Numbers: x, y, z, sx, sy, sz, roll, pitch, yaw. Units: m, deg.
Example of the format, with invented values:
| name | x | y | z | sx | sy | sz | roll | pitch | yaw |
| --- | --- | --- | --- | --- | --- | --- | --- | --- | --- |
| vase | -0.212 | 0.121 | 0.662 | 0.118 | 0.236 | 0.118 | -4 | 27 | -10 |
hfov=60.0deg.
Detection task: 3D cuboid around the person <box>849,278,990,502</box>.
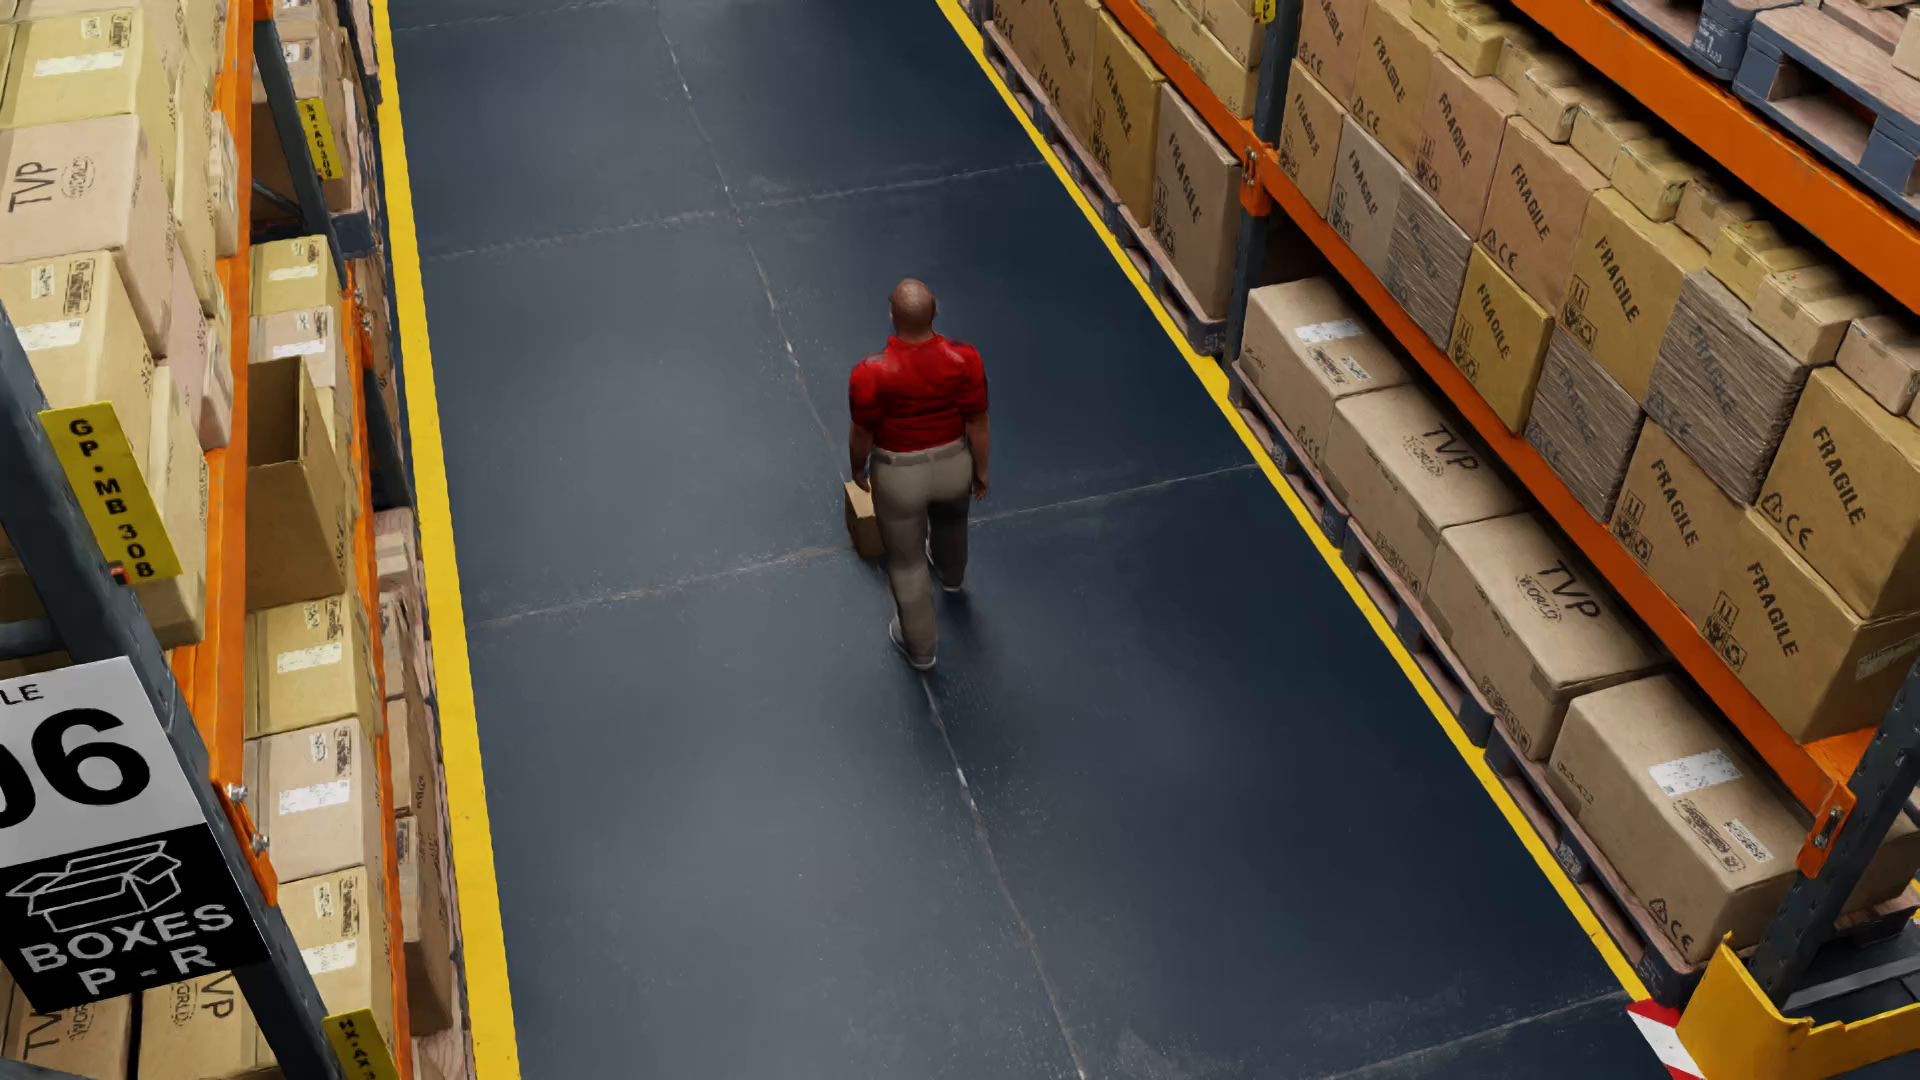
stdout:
| name | x | y | z | sx | sy | sz | roll | pitch | yaw |
| --- | --- | --- | --- | --- | --- | --- | --- | --- | --- |
| person | -0.171 | -0.545 | 6.263 | 0.528 | 1.031 | 0.342 | -14 | 44 | -15 |
